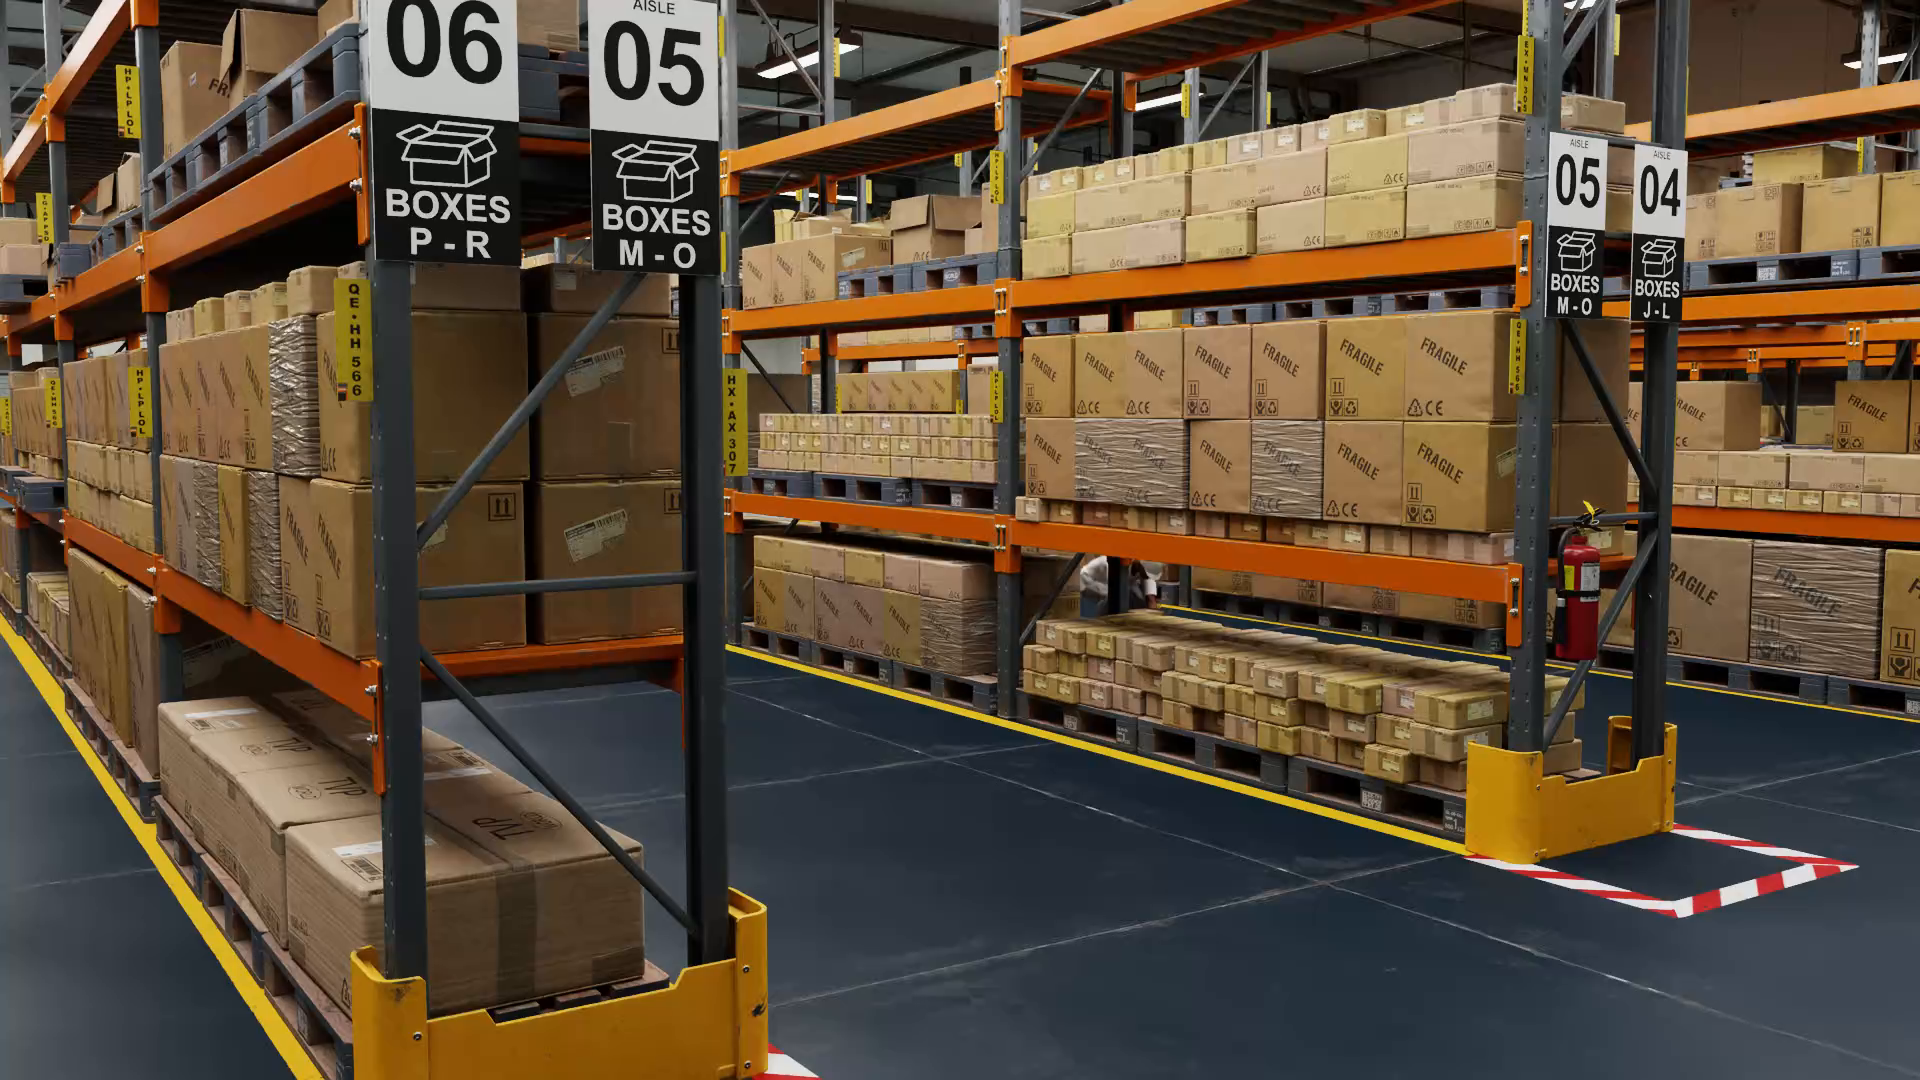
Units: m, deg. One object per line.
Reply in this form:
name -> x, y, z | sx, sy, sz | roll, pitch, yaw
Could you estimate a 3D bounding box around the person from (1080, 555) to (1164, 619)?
person -> 1.440, 0.484, 14.691 | 0.534, 0.887, 0.934 | -3, 6, -35
